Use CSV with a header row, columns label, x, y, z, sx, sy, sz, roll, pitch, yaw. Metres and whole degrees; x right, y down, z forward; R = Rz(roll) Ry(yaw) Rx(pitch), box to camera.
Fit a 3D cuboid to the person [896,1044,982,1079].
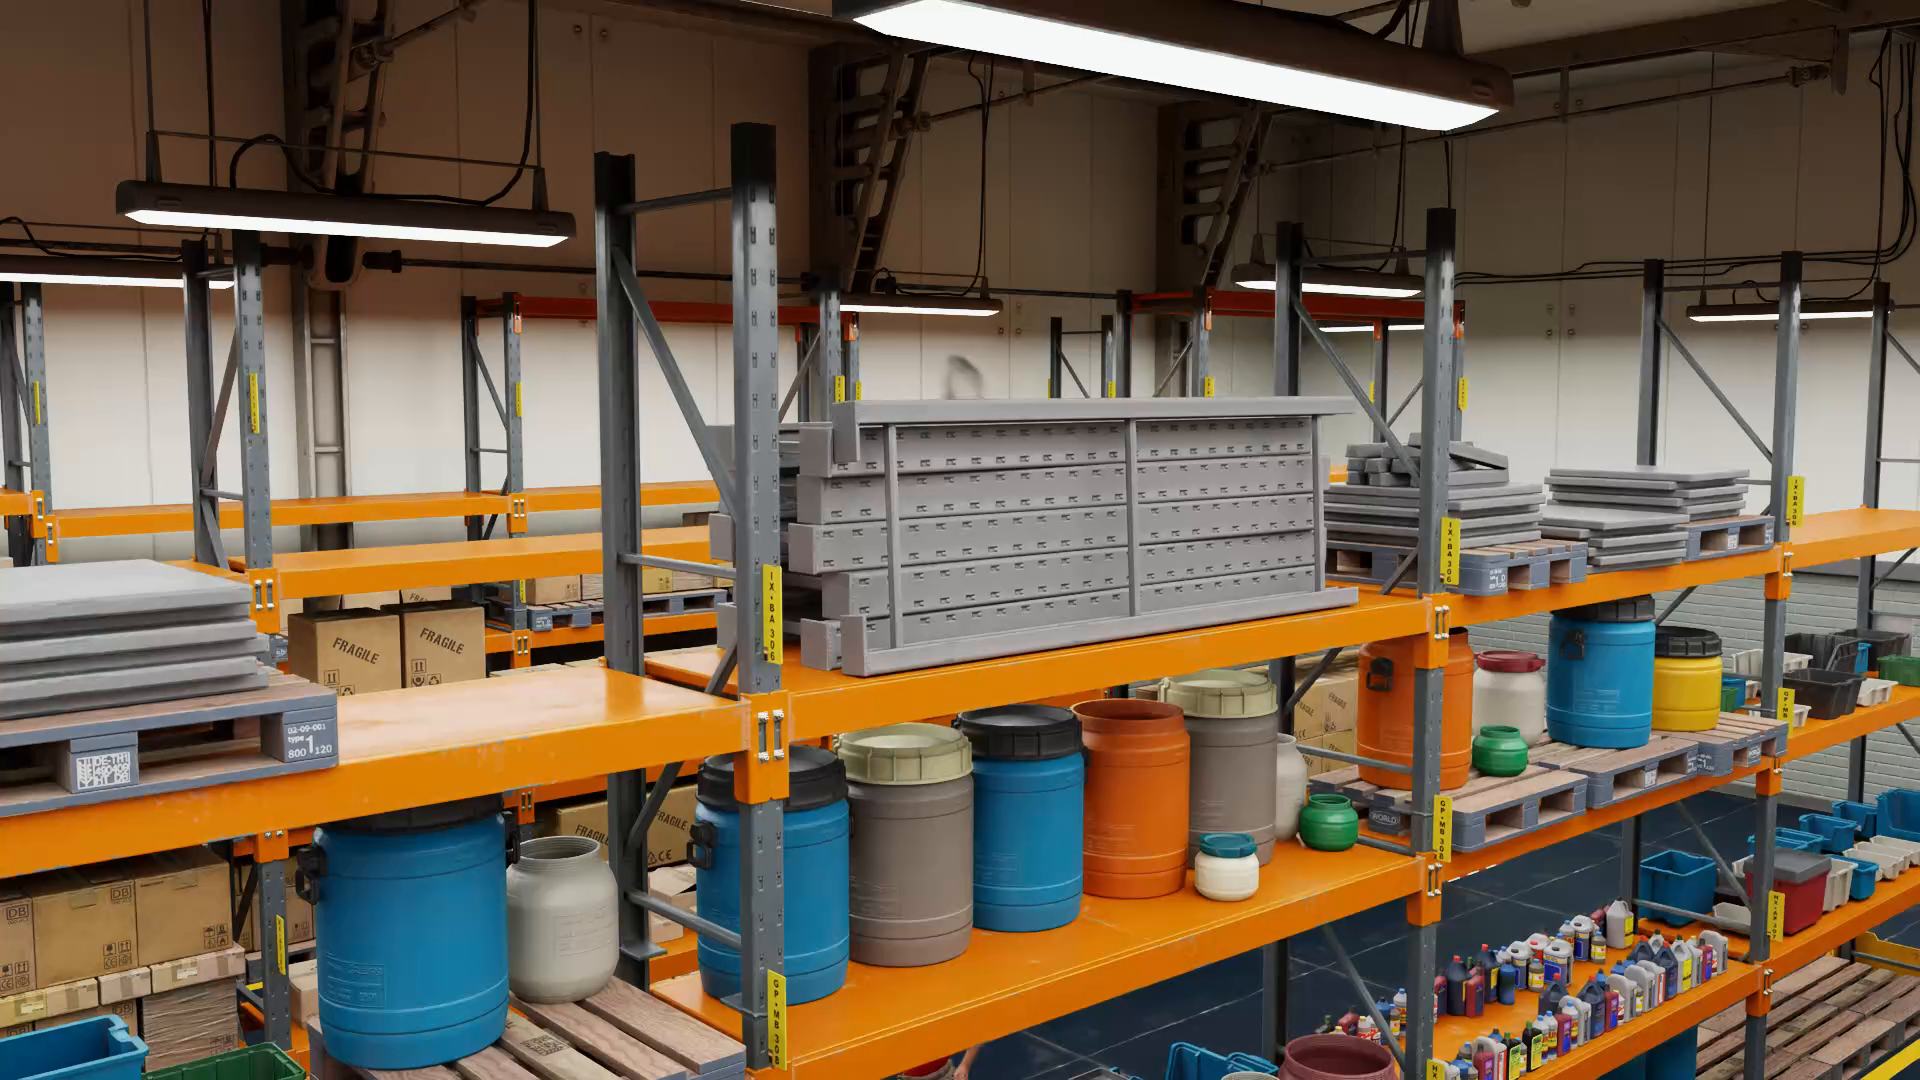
label,x,y,z,sx,sy,sz,roll,pitch,yaw
person,-0.231,3.364,10.163,0.821,1.776,0.606,-5,7,-42
